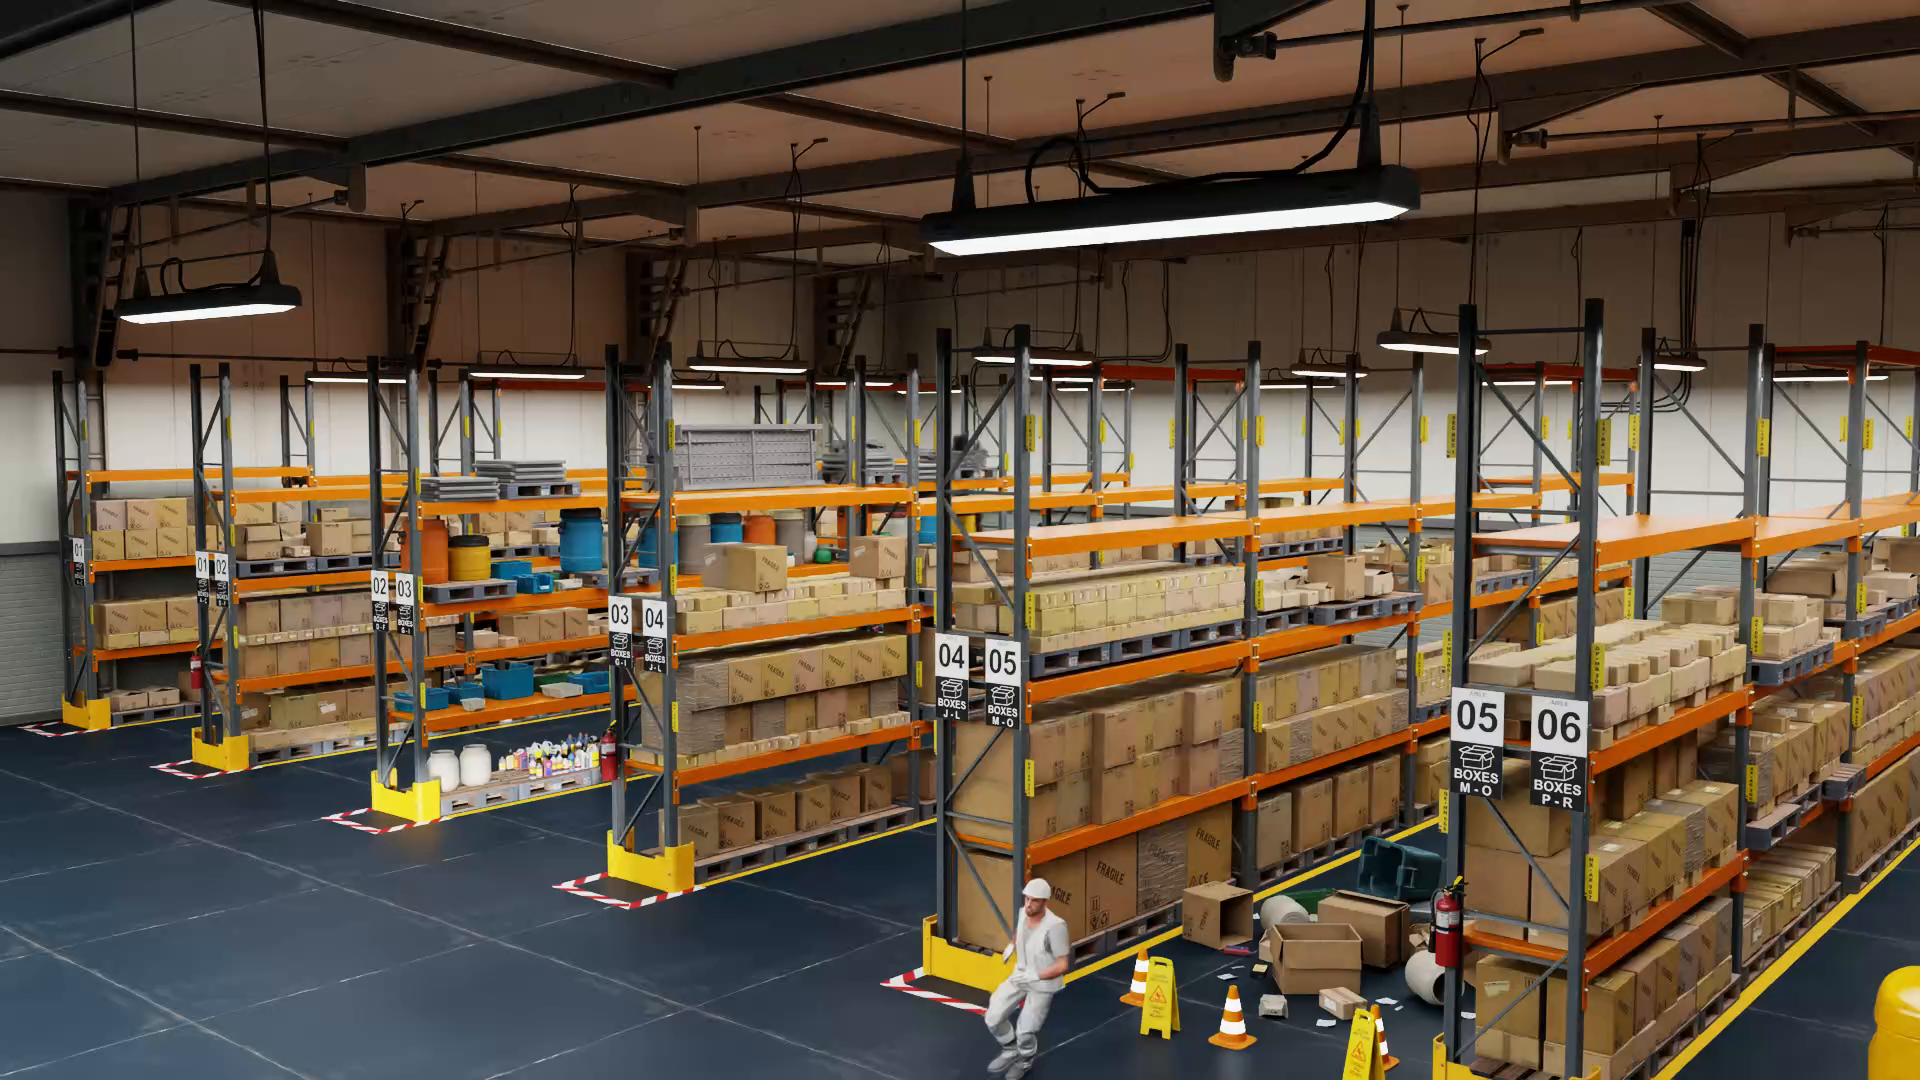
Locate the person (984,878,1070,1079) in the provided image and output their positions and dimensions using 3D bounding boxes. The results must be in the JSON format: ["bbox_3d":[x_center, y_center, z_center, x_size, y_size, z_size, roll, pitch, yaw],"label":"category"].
[{"bbox_3d":[0.507,3.408,12.788,0.843,1.691,0.719,3,5,36],"label":"person"}]
